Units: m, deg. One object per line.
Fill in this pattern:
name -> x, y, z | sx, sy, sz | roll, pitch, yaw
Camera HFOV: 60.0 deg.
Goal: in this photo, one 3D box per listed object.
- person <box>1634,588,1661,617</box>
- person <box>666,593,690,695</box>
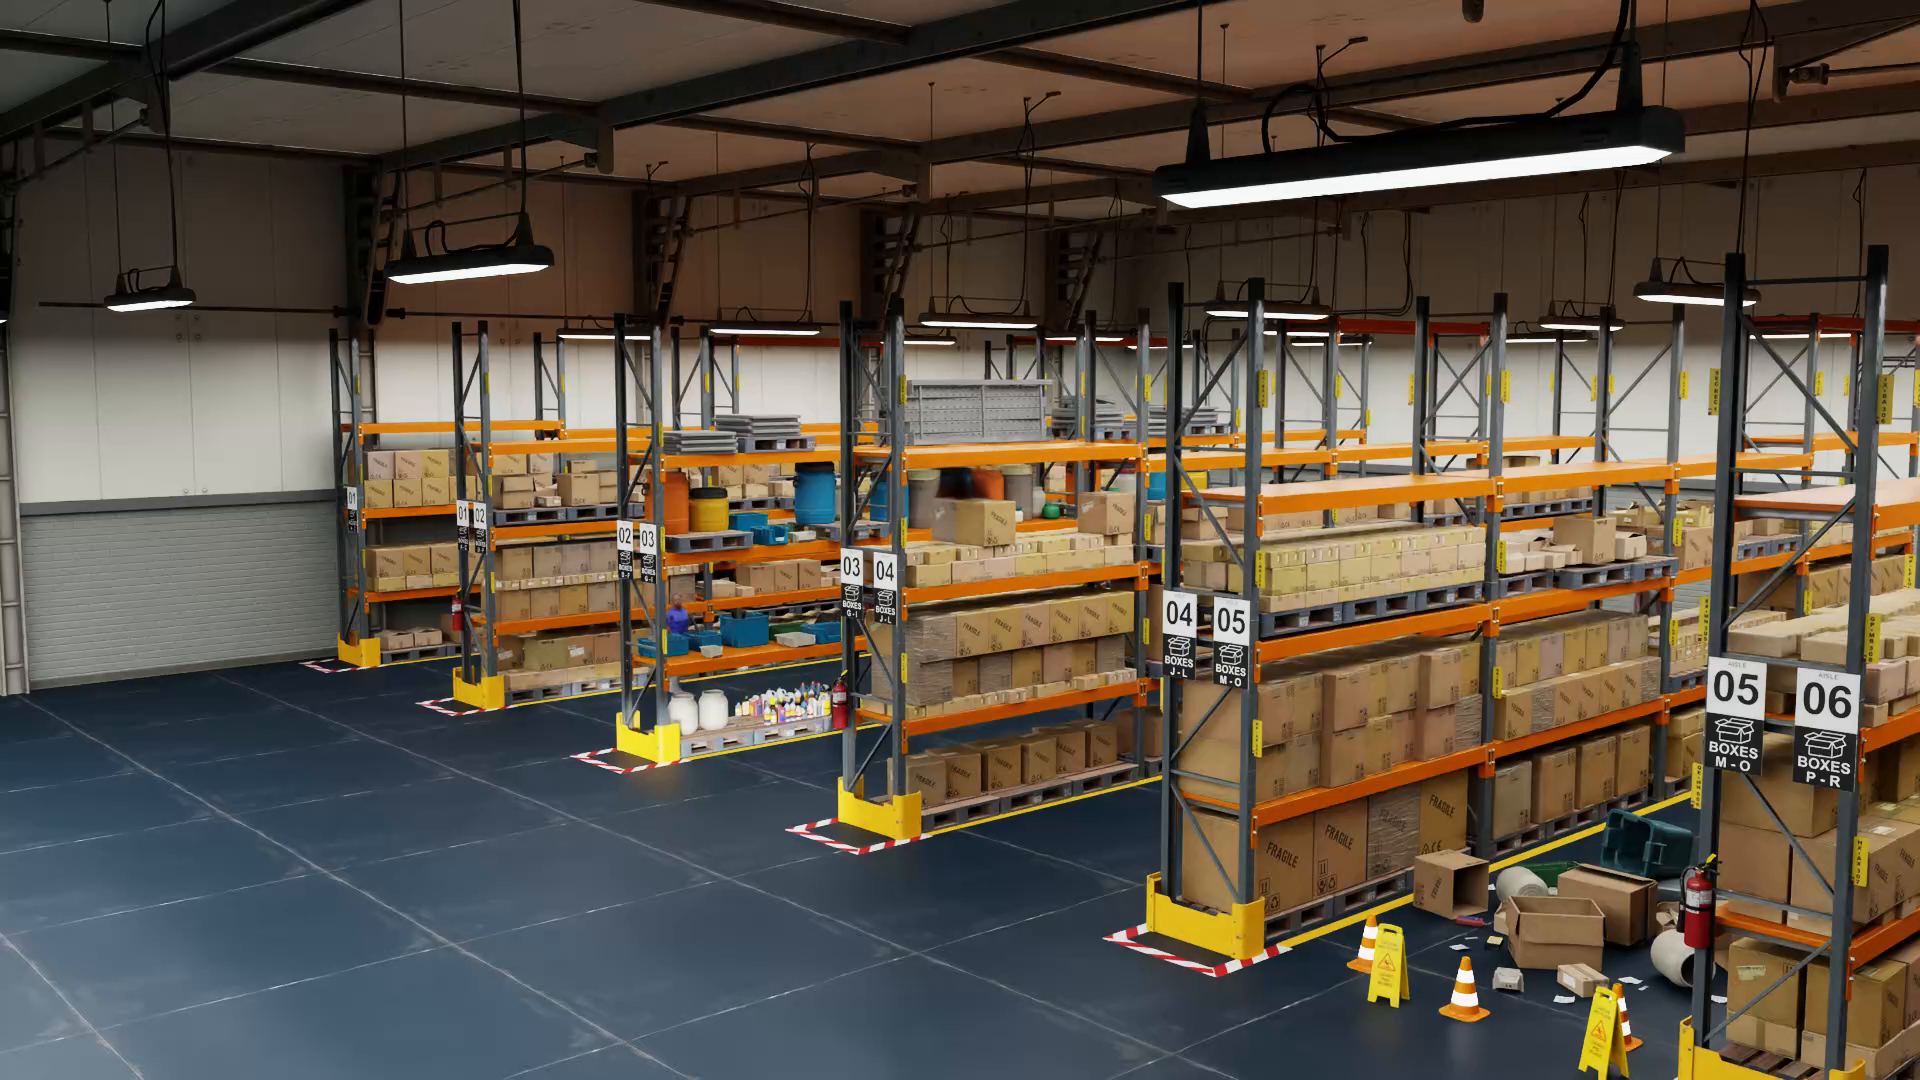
person -> 12.411, 1.344, 29.784 | 0.649, 1.728, 1.106 | 1, 6, 11
person -> -4.516, 1.736, 26.922 | 0.519, 1.555, 0.475 | 3, 6, 29
